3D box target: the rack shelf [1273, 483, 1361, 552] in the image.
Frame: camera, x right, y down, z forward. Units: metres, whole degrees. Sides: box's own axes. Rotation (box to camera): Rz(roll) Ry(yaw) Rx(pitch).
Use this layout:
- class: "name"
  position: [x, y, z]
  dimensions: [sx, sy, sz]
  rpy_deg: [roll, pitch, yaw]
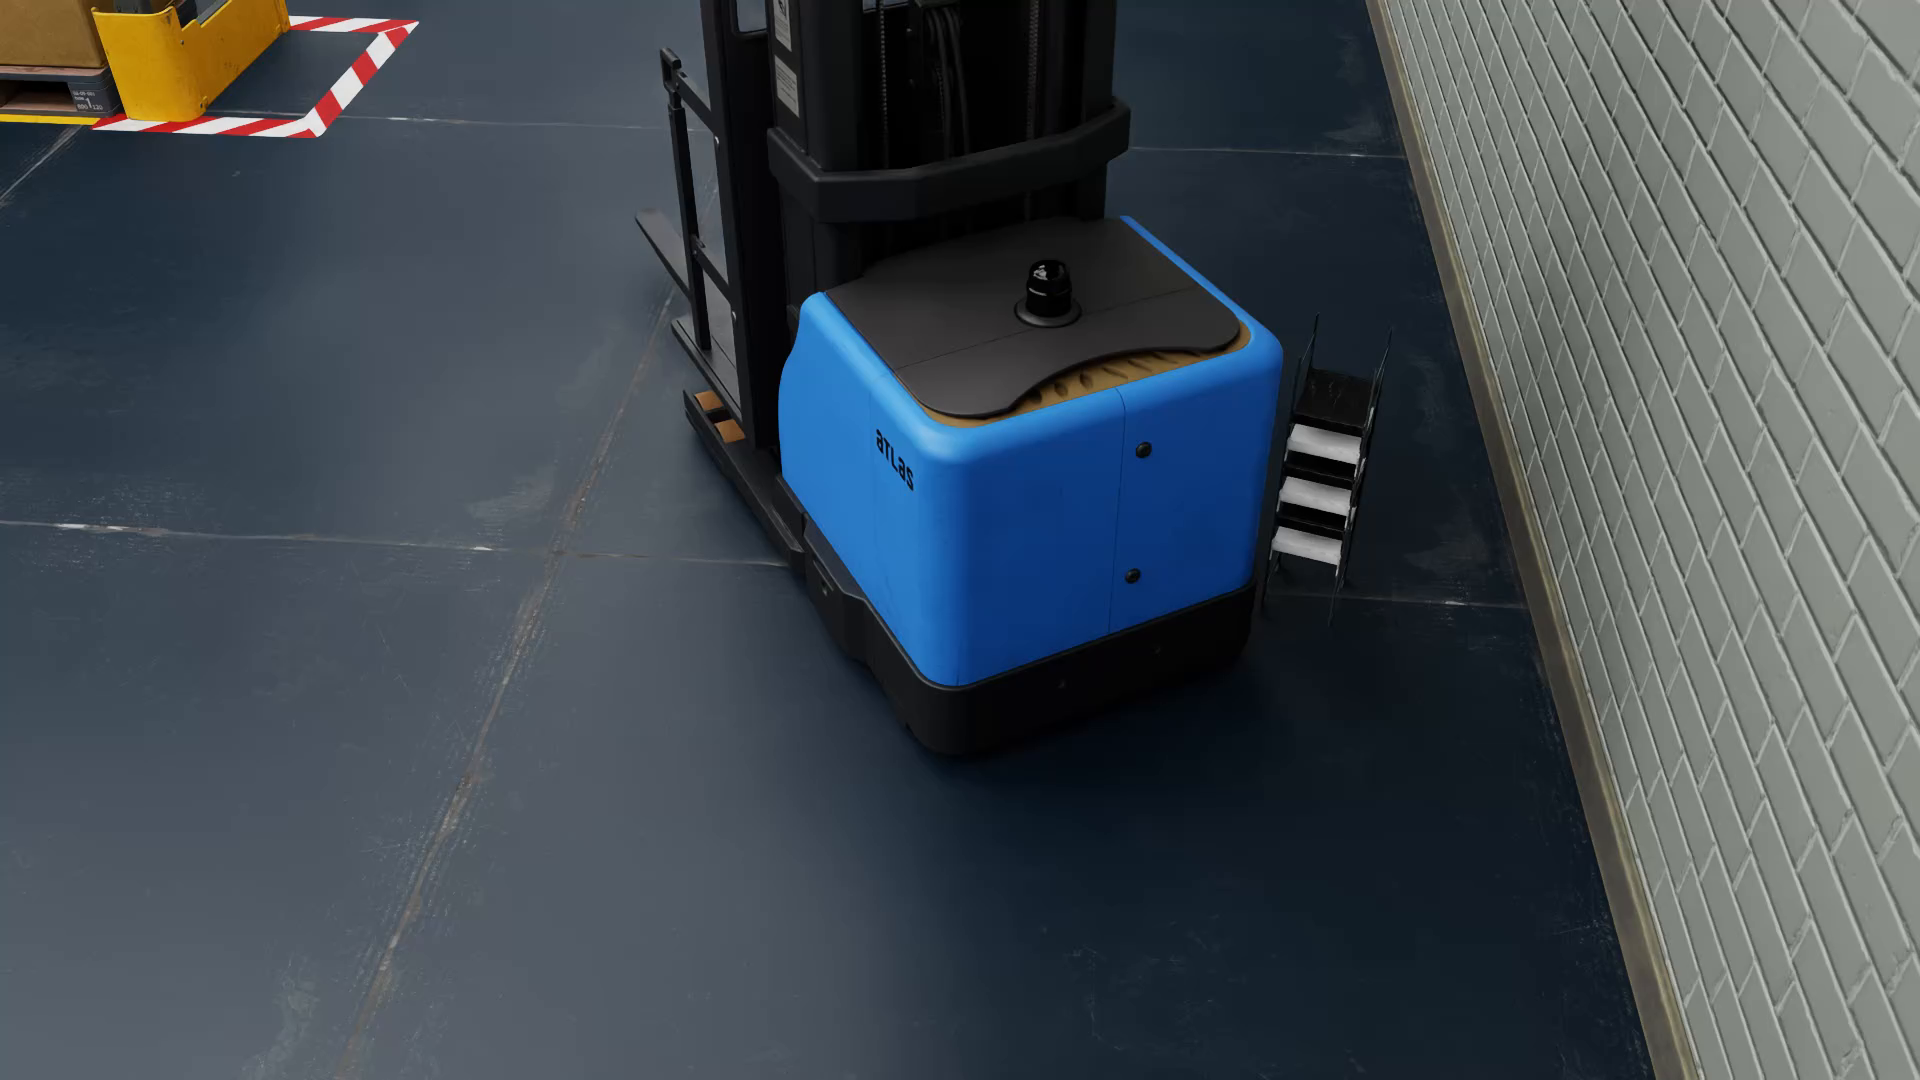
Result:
- class: "rack shelf"
  position: [1.042, -0.090, 4.843]
  dimensions: [0.200, 0.077, 0.258]
  rpy_deg: [14, 41, 17]

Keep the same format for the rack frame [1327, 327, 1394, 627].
- class: "rack frame"
  position: [1.137, -0.162, 4.736]
  dimensions: [0.006, 0.900, 0.240]
  rpy_deg: [14, 41, 17]

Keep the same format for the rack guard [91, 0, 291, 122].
- class: "rack guard"
  position: [-3.616, -2.475, 7.895]
  dimensions: [0.348, 0.500, 1.175]
  rpy_deg: [3, 39, 4]

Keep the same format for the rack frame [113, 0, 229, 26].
- class: "rack frame"
  position: [-3.640, -3.446, 7.108]
  dimensions: [0.127, 3.000, 1.000]
  rpy_deg: [3, 39, 4]

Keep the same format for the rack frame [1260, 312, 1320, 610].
- class: "rack frame"
  position: [0.948, -0.210, 4.795]
  dimensions: [0.006, 0.900, 0.240]
  rpy_deg: [14, 41, 17]

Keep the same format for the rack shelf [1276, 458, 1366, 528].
- class: "rack shelf"
  position: [1.042, -0.160, 4.787]
  dimensions: [0.200, 0.077, 0.258]
  rpy_deg: [14, 41, 17]

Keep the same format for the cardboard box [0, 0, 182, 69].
- class: "cardboard box"
  position: [-4.285, -2.769, 7.627]
  dimensions: [0.875, 0.875, 0.875]
  rpy_deg: [3, 39, 4]

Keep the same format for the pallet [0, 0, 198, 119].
- class: "pallet"
  position: [-4.444, -2.359, 7.981]
  dimensions: [1.213, 0.211, 1.003]
  rpy_deg: [3, 39, 4]

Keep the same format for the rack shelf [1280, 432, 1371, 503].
- class: "rack shelf"
  position: [1.042, -0.230, 4.730]
  dimensions: [0.200, 0.077, 0.258]
  rpy_deg: [14, 41, 17]

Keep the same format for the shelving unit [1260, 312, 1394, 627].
- class: "shelving unit"
  position: [1.042, -0.186, 4.765]
  dimensions: [0.210, 0.900, 0.258]
  rpy_deg: [14, 41, 17]

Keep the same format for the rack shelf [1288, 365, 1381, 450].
- class: "rack shelf"
  position: [1.042, -0.369, 4.616]
  dimensions: [0.200, 0.077, 0.258]
  rpy_deg: [14, 41, 17]

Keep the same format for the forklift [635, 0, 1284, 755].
- class: "forklift"
  position: [-0.281, -1.487, 4.756]
  dimensions: [1.130, 2.935, 3.031]
  rpy_deg: [-18, 42, -21]

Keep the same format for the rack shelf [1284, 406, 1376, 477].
- class: "rack shelf"
  position: [1.042, -0.300, 4.673]
  dimensions: [0.200, 0.077, 0.258]
  rpy_deg: [14, 41, 17]

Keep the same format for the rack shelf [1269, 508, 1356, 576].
- class: "rack shelf"
  position: [1.042, -0.020, 4.900]
  dimensions: [0.200, 0.077, 0.258]
  rpy_deg: [14, 41, 17]
